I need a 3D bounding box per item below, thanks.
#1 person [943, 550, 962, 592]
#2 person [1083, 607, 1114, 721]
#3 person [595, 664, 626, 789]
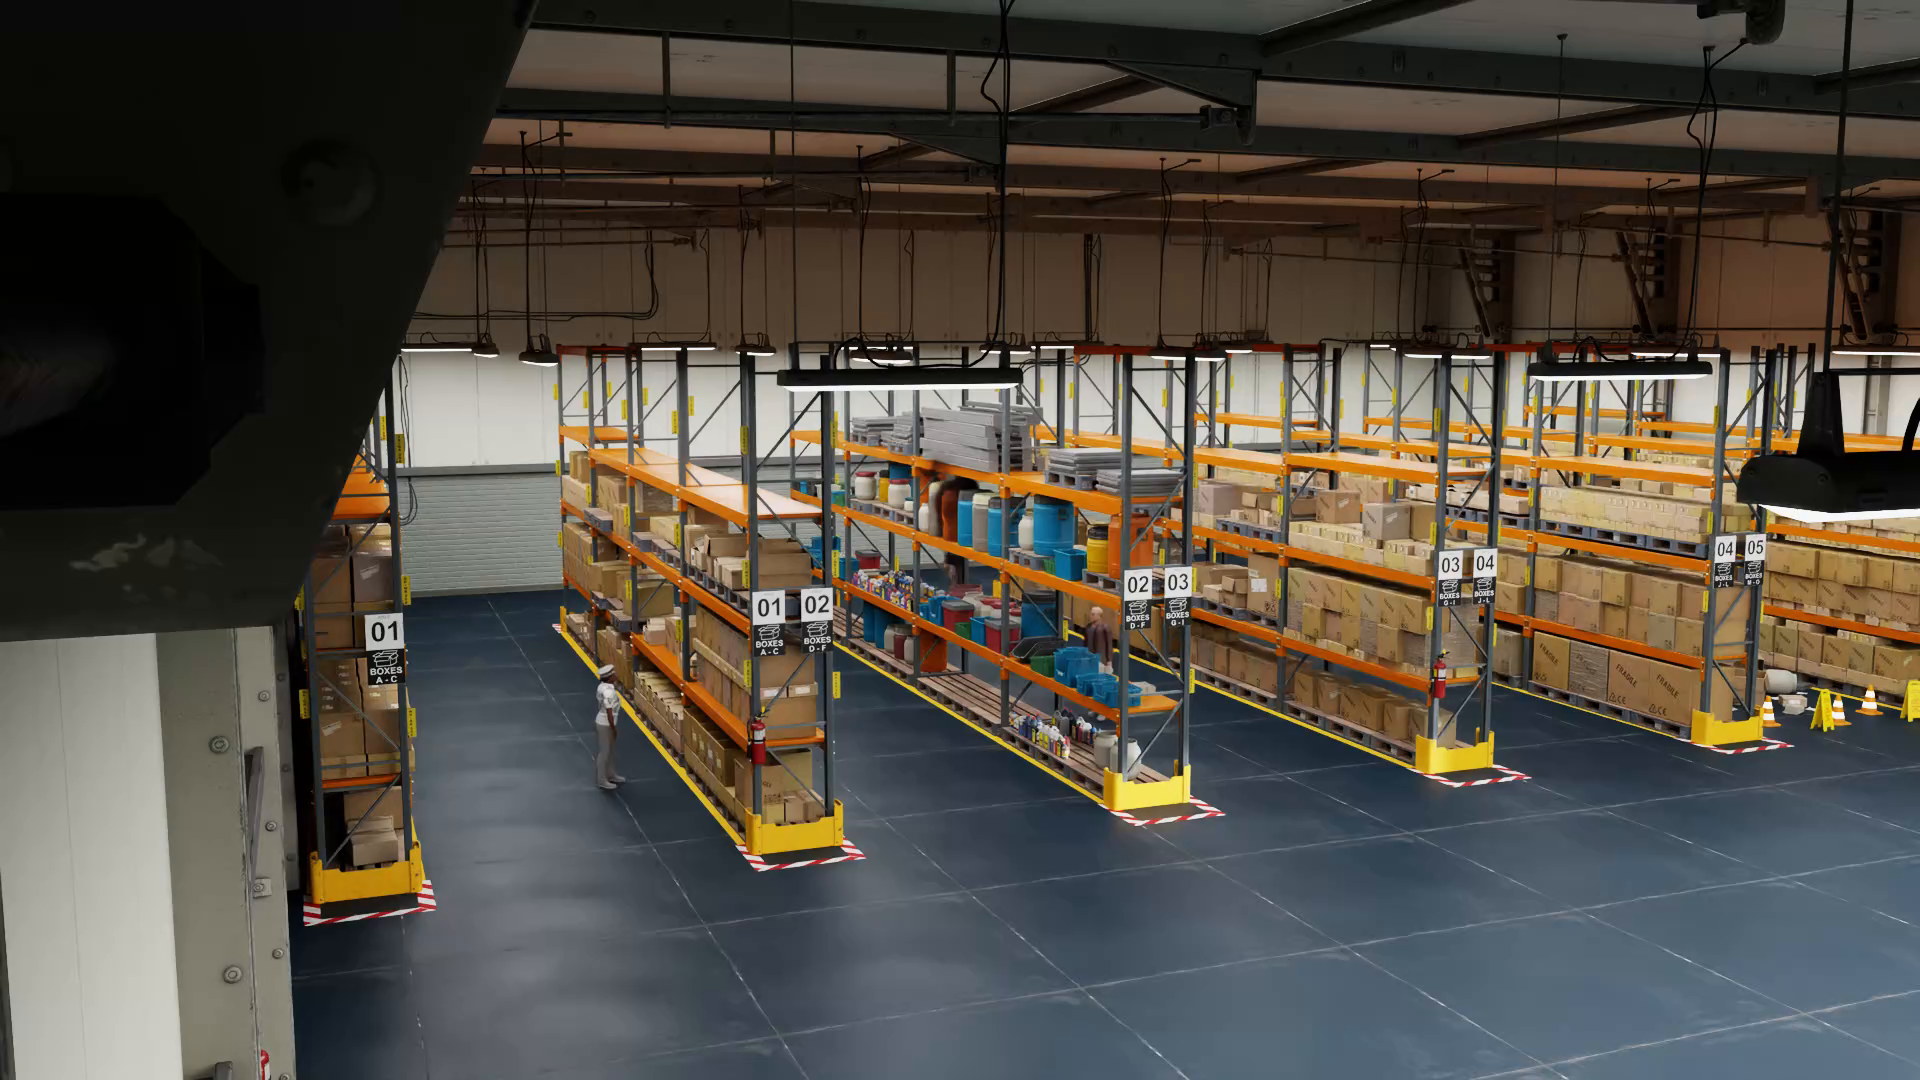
[{"bbox_3d":[-0.088,0.573,38.811,0.571,1.676,1.034,-1,7,-8],"label":"person"},{"bbox_3d":[2.195,2.035,27.072,0.467,1.704,0.646,-7,10,-44],"label":"person"},{"bbox_3d":[-4.865,2.570,23.061,0.385,1.705,0.496,-1,7,-6],"label":"person"}]
